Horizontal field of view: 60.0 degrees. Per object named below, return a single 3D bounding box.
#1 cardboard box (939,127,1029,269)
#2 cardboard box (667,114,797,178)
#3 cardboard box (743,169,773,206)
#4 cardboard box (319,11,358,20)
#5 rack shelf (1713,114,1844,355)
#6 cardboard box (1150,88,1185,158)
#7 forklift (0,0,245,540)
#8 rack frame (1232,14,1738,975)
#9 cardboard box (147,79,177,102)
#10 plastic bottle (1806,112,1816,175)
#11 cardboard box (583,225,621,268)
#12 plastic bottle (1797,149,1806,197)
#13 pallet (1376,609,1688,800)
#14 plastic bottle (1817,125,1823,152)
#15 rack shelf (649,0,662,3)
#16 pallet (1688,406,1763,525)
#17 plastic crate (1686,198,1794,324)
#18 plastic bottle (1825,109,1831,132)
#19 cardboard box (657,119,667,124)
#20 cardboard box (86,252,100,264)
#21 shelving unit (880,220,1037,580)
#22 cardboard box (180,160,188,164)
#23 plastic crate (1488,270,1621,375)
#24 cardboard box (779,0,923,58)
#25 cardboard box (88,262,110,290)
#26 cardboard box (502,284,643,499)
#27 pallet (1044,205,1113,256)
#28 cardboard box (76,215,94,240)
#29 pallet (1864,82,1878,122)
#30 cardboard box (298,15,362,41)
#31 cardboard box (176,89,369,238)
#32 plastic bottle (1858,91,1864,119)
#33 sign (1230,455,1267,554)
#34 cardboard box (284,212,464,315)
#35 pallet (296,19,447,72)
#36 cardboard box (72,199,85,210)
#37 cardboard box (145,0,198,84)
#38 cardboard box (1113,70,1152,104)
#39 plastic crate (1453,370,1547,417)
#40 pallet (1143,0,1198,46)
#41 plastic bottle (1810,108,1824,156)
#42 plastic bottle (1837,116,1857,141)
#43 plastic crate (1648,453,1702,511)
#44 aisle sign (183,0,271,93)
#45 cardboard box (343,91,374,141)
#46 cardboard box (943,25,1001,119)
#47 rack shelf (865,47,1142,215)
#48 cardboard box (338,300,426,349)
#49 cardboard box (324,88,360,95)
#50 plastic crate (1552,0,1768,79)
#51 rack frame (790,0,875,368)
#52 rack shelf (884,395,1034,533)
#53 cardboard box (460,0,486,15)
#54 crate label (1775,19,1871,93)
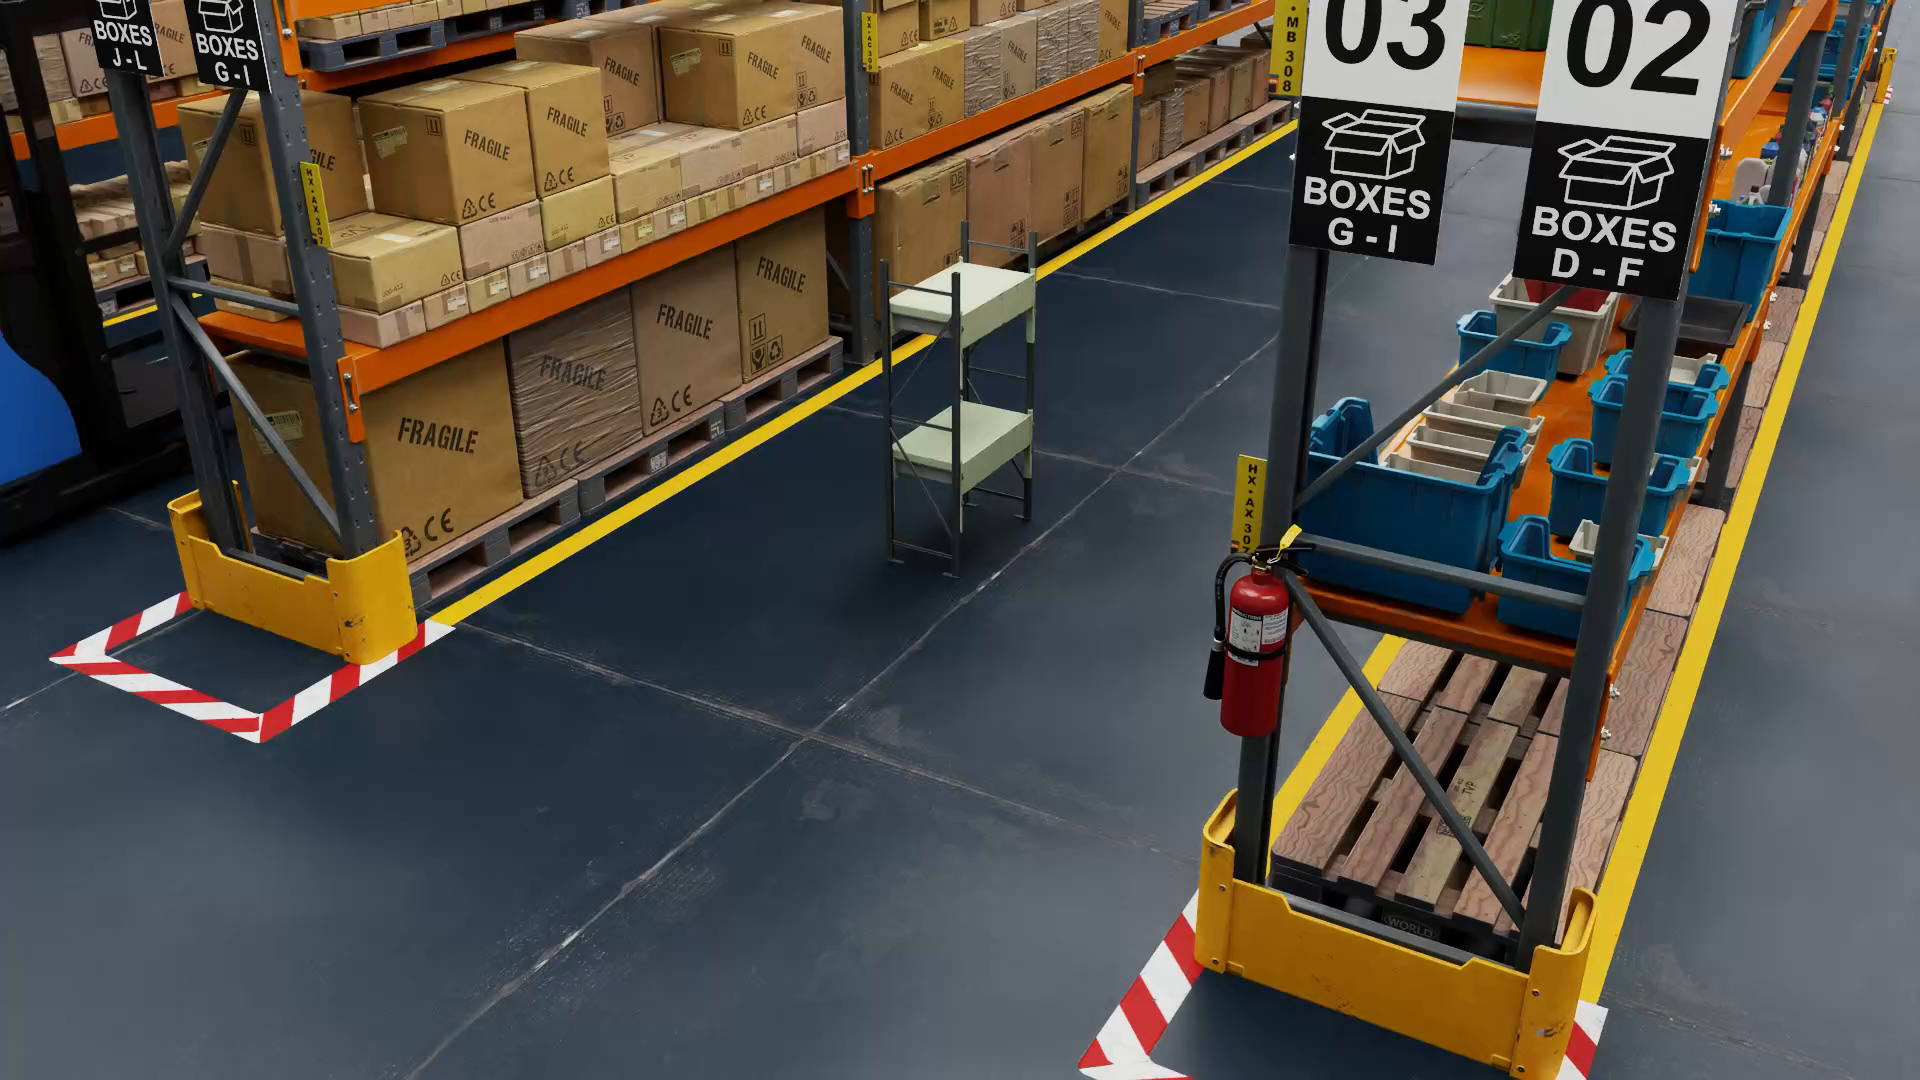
[{"bbox_3d":[-0.265,-2.394,11.586,1.225,0.875,0.875,13,29,24],"label":"cardboard box"},{"bbox_3d":[-1.243,-2.188,9.105,0.500,0.250,0.500,15,30,28],"label":"cardboard box"},{"bbox_3d":[-1.246,-1.950,9.076,0.380,0.149,0.250,15,30,27],"label":"cardboard box"},{"bbox_3d":[-4.676,-3.946,12.262,0.380,0.149,0.250,15,30,27],"label":"cardboard box"},{"bbox_3d":[4.295,-1.921,9.541,1.077,0.370,4.000,14,30,26],"label":"rack shelf"},{"bbox_3d":[1.540,-3.677,14.544,0.700,0.500,0.500,12,29,22],"label":"cardboard box"},{"bbox_3d":[-4.688,-1.762,8.495,1.130,2.935,3.031,13,30,25],"label":"forklift"},{"bbox_3d":[1.343,0.095,4.708,1.000,3.000,0.127,14,30,26],"label":"rack frame"},{"bbox_3d":[-5.609,-3.110,11.392,0.380,0.149,0.250,13,30,25],"label":"cardboard box"},{"bbox_3d":[4.774,-2.250,9.450,0.144,0.351,0.185,14,30,26],"label":"plastic bottle"},{"bbox_3d":[-1.877,-1.450,8.077,0.380,0.149,0.250,14,30,26],"label":"cardboard box"},{"bbox_3d":[4.521,-1.993,9.024,0.097,0.271,0.097,0,27,0],"label":"plastic bottle"},{"bbox_3d":[2.384,0.556,6.904,1.003,0.211,1.213,14,30,26],"label":"pallet"},{"bbox_3d":[5.121,-2.437,9.990,0.097,0.201,0.097,0,27,0],"label":"plastic bottle"},{"bbox_3d":[-2.318,-5.702,17.094,1.077,0.370,4.000,14,30,26],"label":"rack shelf"},{"bbox_3d":[3.727,-0.508,9.029,1.003,0.211,1.213,14,30,26],"label":"pallet"},{"bbox_3d":[3.378,-1.226,7.299,0.392,0.384,0.575,14,30,26],"label":"plastic crate"},{"bbox_3d":[5.378,-2.641,10.397,0.097,0.201,0.097,0,27,0],"label":"plastic bottle"},{"bbox_3d":[-1.710,-2.302,9.333,0.500,0.250,0.500,14,30,26],"label":"cardboard box"},{"bbox_3d":[-6.022,-1.948,11.174,0.380,0.149,0.250,16,31,28],"label":"cardboard box"},{"bbox_3d":[0.003,-0.673,7.919,0.431,1.500,0.755,14,30,26],"label":"shelving unit"},{"bbox_3d":[-5.620,-2.776,12.496,0.380,0.149,0.250,16,31,28],"label":"cardboard box"},{"bbox_3d":[2.399,-0.883,6.728,0.437,0.282,0.530,14,30,26],"label":"plastic crate"},{"bbox_3d":[-0.694,-3.298,10.255,0.797,0.503,0.637,13,30,25],"label":"cardboard box"},{"bbox_3d":[-5.952,-1.779,11.169,0.380,0.149,0.250,14,30,26],"label":"cardboard box"},{"bbox_3d":[-2.276,-0.855,8.511,0.875,0.875,0.875,14,30,26],"label":"cardboard box"},{"bbox_3d":[0.513,-2.575,13.159,1.003,0.211,1.213,14,30,26],"label":"pallet"},{"bbox_3d":[-6.014,-2.072,11.088,0.380,0.149,0.250,14,30,26],"label":"cardboard box"},{"bbox_3d":[8.813,-4.538,17.079,1.003,0.211,1.213,14,30,26],"label":"pallet"},{"bbox_3d":[-4.676,-3.813,12.329,0.380,0.149,0.250,13,29,24],"label":"cardboard box"},{"bbox_3d":[-2.958,-1.644,7.181,0.500,0.500,0.500,15,30,27],"label":"cardboard box"},{"bbox_3d":[8.398,-4.128,15.614,0.144,0.351,0.185,16,31,28],"label":"plastic bottle"},{"bbox_3d":[0.856,-0.092,4.901,0.100,0.325,0.005,14,30,26],"label":"sign"},{"bbox_3d":[-2.498,-1.189,7.109,0.500,0.250,0.500,13,30,25],"label":"cardboard box"},{"bbox_3d":[-4.767,-3.866,12.836,1.003,0.211,1.213,14,30,26],"label":"pallet"},{"bbox_3d":[-6.255,-2.260,11.465,0.380,0.149,0.250,13,29,24],"label":"cardboard box"},{"bbox_3d":[-5.518,-3.411,11.268,0.500,0.500,0.500,13,30,25],"label":"cardboard box"},{"bbox_3d":[1.270,-3.795,13.944,0.500,0.250,0.500,16,31,28],"label":"cardboard box"},{"bbox_3d":[1.987,-0.514,6.154,0.298,0.136,0.250,14,30,26],"label":"plastic crate"},{"bbox_3d":[1.224,-4.328,13.760,1.213,0.211,1.003,14,30,26],"label":"pallet"},{"bbox_3d":[5.073,-2.431,9.898,0.097,0.271,0.097,0,27,0],"label":"plastic bottle"},{"bbox_3d":[7.920,-3.720,14.881,0.152,0.276,0.135,15,30,28],"label":"plastic bottle"},{"bbox_3d":[2.315,-0.208,5.543,0.250,0.136,0.298,14,30,26],"label":"plastic crate"},{"bbox_3d":[-2.743,-2.064,6.117,0.394,0.787,0.004,14,30,26],"label":"aisle sign"},{"bbox_3d":[-4.676,-3.321,13.019,0.500,0.250,0.500,13,29,24],"label":"cardboard box"},{"bbox_3d":[-0.064,-3.114,11.008,0.500,0.500,0.500,13,30,25],"label":"cardboard box"},{"bbox_3d":[-0.018,-3.012,11.719,1.077,0.370,4.000,14,30,26],"label":"rack shelf"},{"bbox_3d":[-2.507,-0.949,7.075,0.380,0.149,0.250,15,30,27],"label":"cardboard box"},{"bbox_3d":[-5.124,-3.437,13.251,0.500,0.250,0.500,13,30,25],"label":"cardboard box"},{"bbox_3d":[1.775,-1.276,4.243,0.497,0.269,0.590,14,30,26],"label":"plastic crate"},{"bbox_3d":[-1.001,-2.554,10.001,1.000,3.000,0.127,14,30,26],"label":"rack frame"},{"bbox_3d":[0.003,-0.382,8.065,0.431,0.370,0.720,14,30,26],"label":"rack shelf"},{"bbox_3d":[-4.038,-4.324,13.348,0.380,0.149,0.250,14,30,25],"label":"cardboard box"},{"bbox_3d":[6.003,-3.366,11.583,0.502,0.435,0.616,14,30,26],"label":"crate label"}]
